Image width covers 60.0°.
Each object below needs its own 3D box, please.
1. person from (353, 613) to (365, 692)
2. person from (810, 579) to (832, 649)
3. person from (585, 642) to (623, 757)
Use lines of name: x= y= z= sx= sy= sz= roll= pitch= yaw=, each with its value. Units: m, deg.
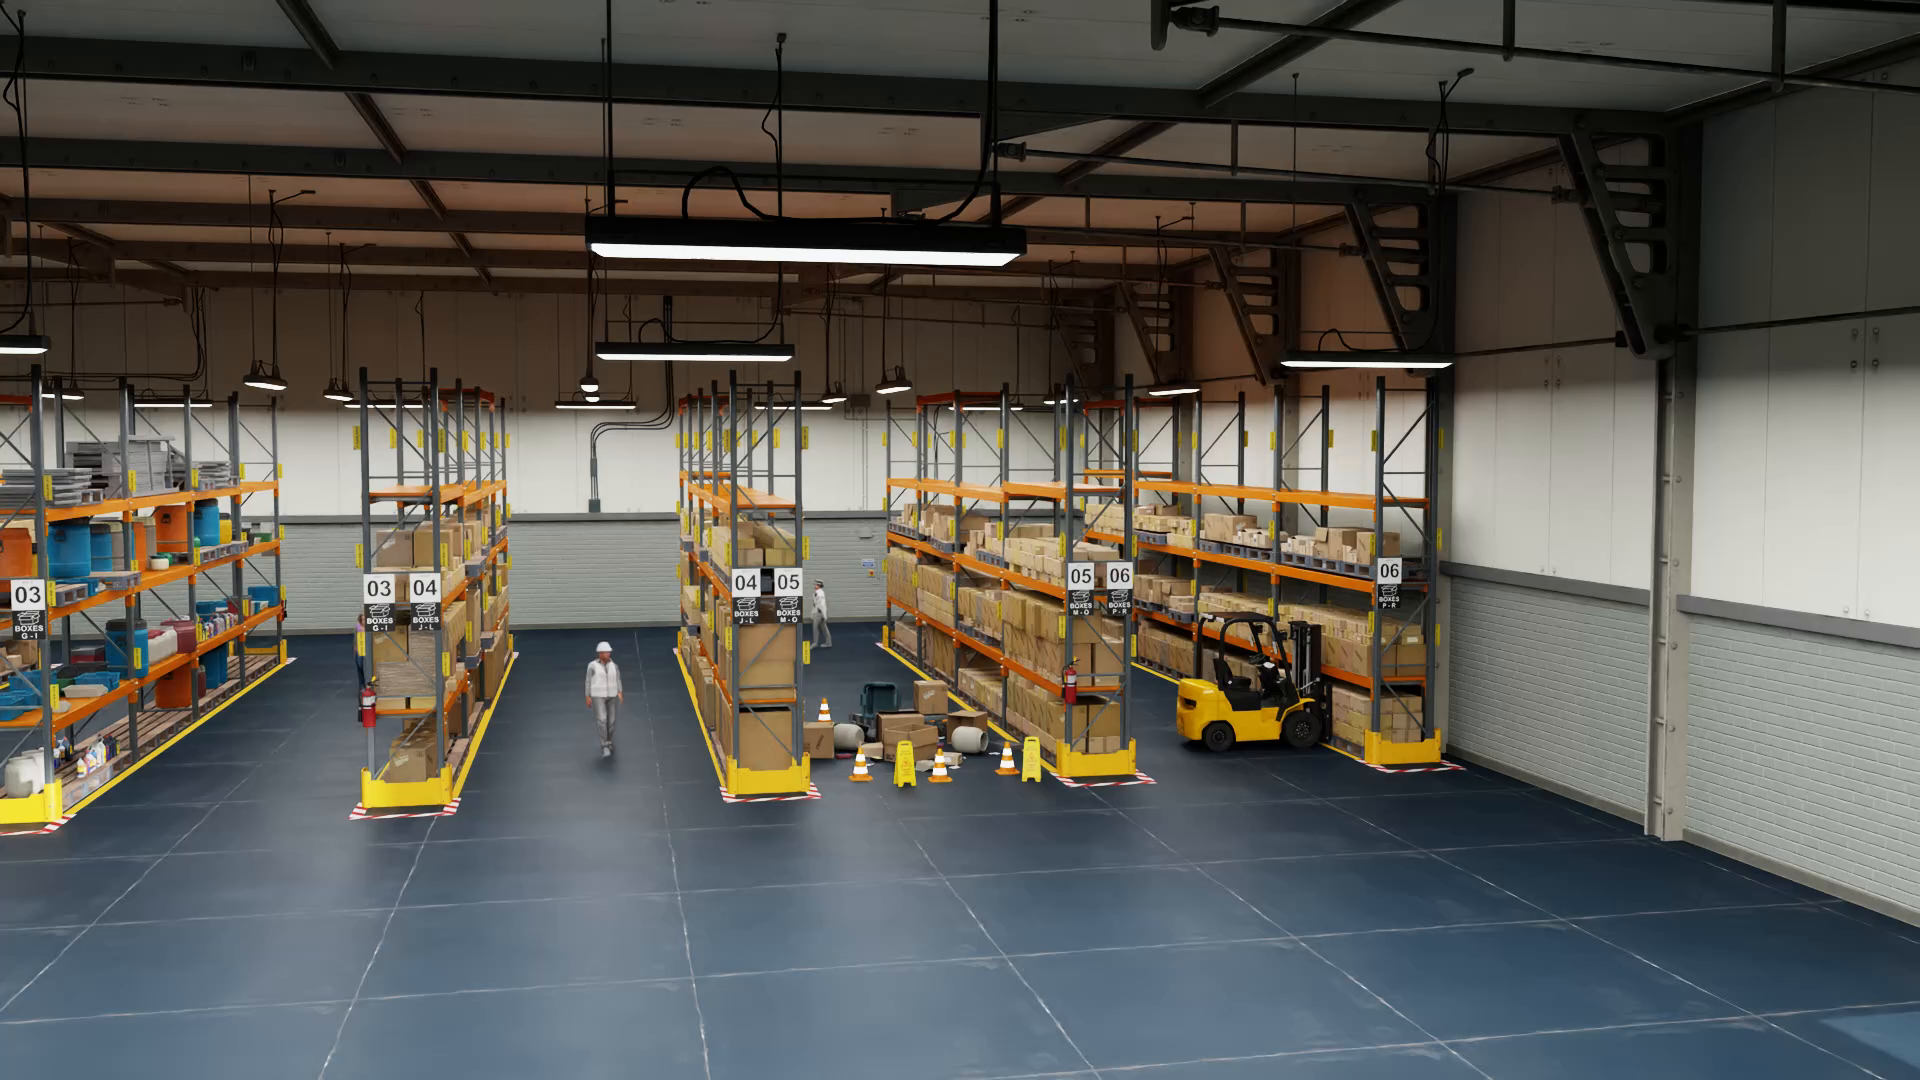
person: x=-11.917 y=2.225 z=33.300 sx=0.412 sy=1.562 sz=0.768 roll=-1 pitch=4 yaw=-14
person: x=-3.417 y=1.788 z=40.186 sx=0.633 sy=1.677 sz=0.510 roll=0 pitch=3 yaw=-6
person: x=-5.661 y=2.549 z=26.741 sx=0.570 sy=1.775 sz=0.768 roll=-2 pitch=4 yaw=-36
